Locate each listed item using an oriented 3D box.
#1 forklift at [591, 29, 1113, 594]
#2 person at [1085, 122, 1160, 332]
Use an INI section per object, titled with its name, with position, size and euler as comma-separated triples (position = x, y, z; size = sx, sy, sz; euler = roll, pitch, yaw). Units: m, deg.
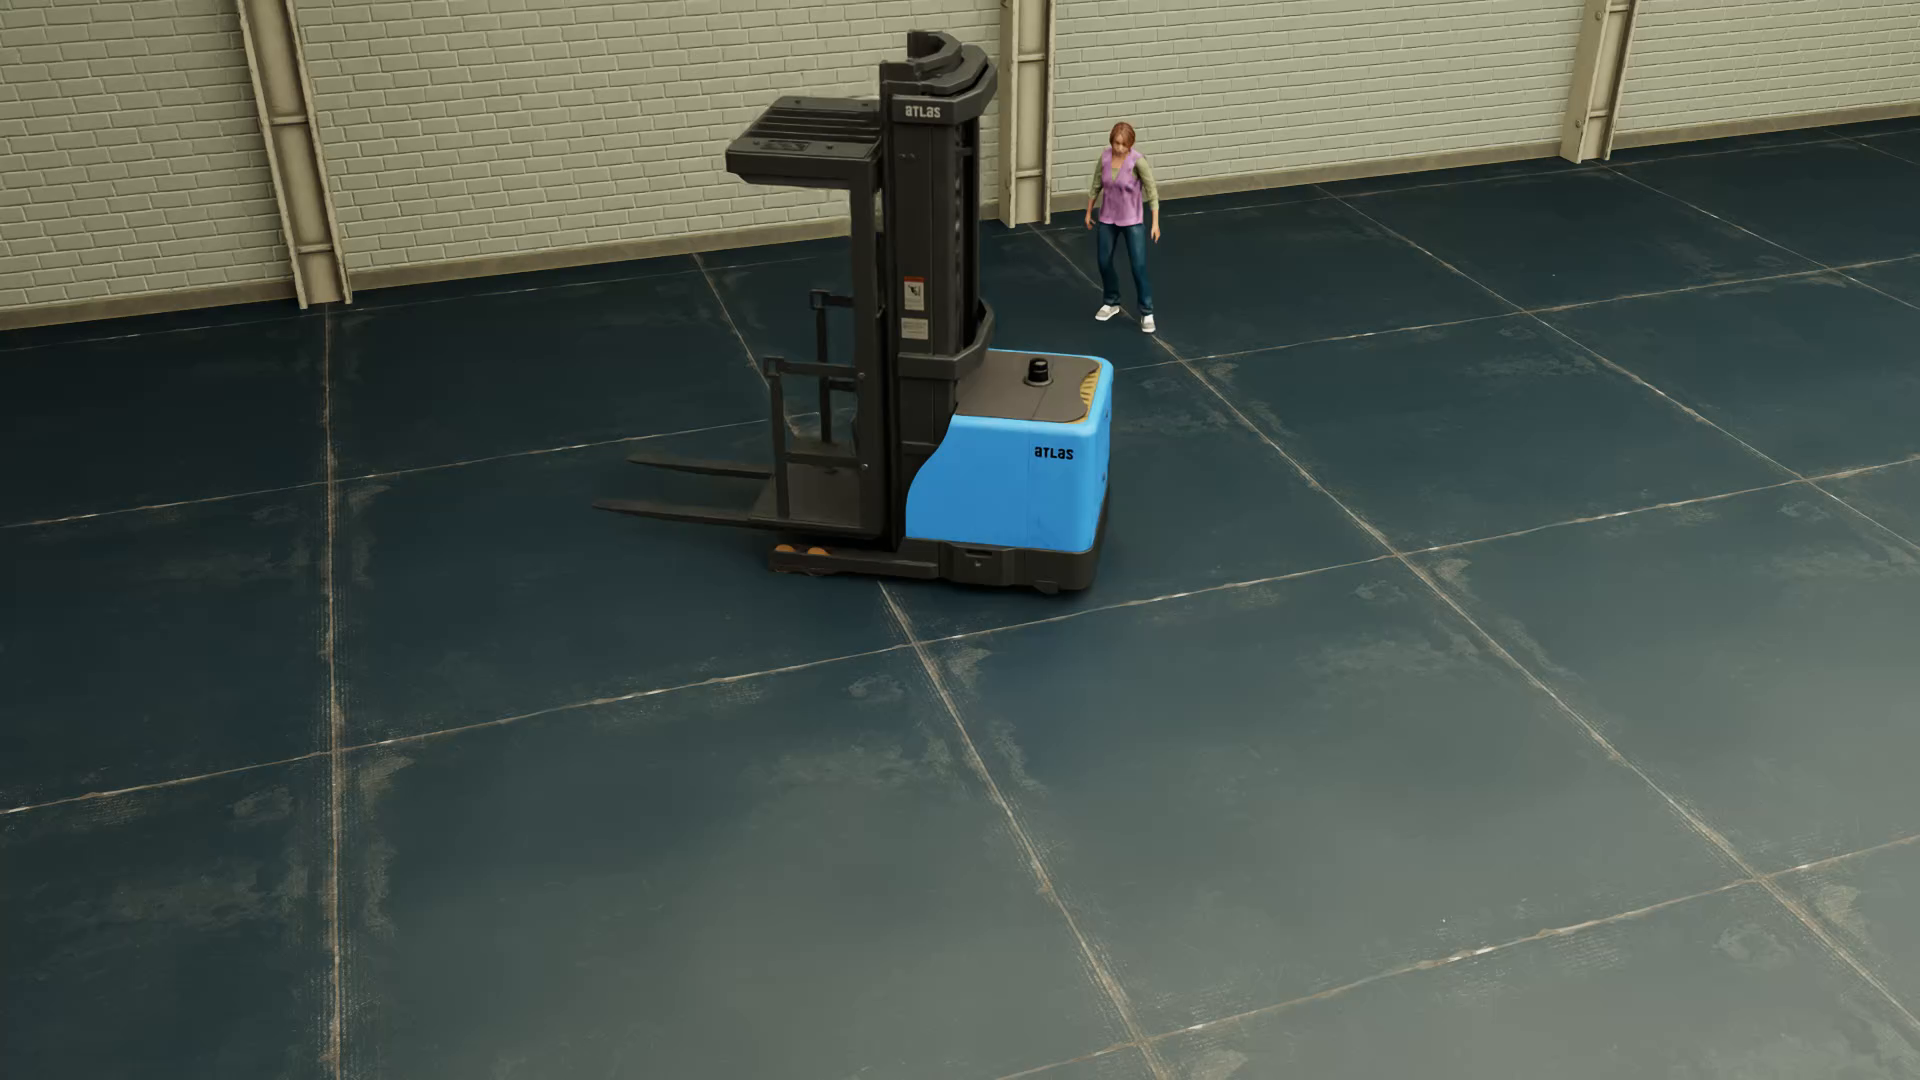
[forklift]
position = -0.660, -1.310, 9.364
size = 3.031, 2.935, 1.130
euler = 5, 30, 9
[person]
position = 1.243, -2.354, 12.665
size = 0.680, 1.453, 0.344
euler = 14, 33, 23
